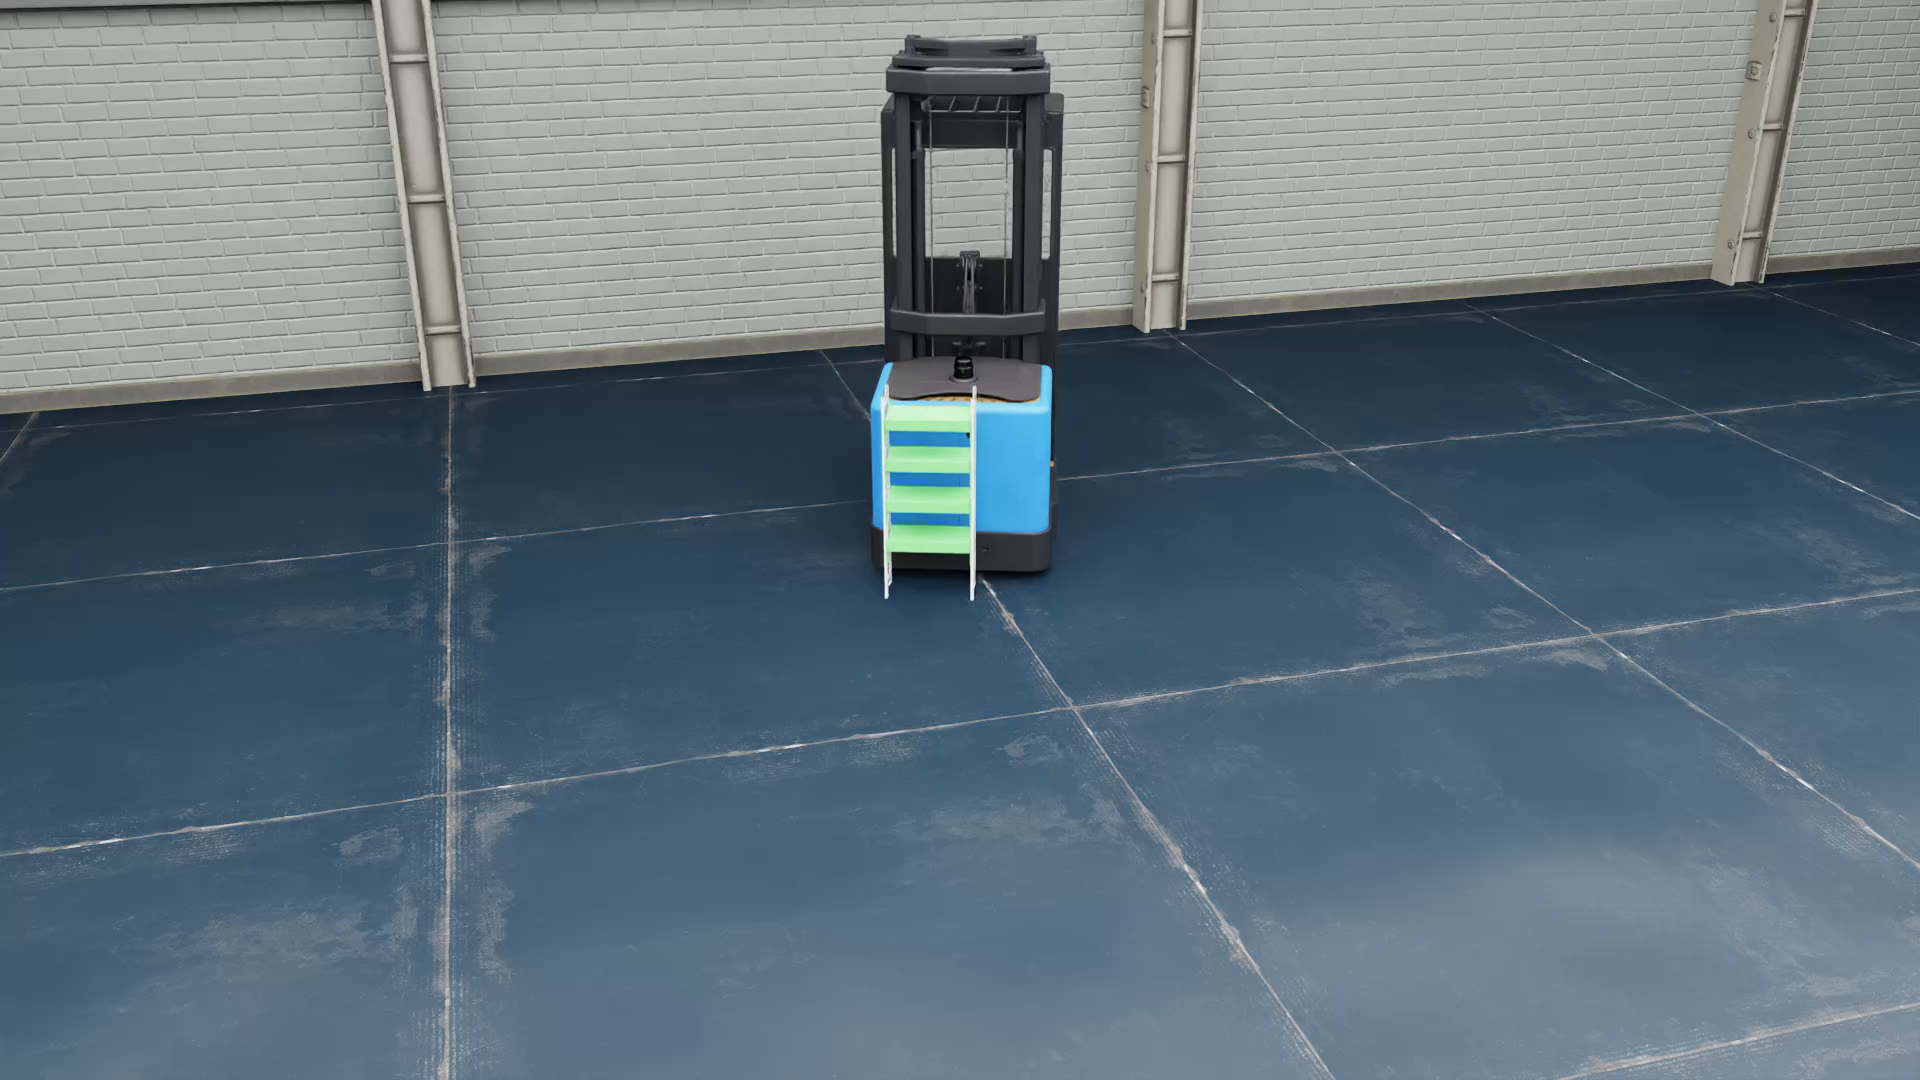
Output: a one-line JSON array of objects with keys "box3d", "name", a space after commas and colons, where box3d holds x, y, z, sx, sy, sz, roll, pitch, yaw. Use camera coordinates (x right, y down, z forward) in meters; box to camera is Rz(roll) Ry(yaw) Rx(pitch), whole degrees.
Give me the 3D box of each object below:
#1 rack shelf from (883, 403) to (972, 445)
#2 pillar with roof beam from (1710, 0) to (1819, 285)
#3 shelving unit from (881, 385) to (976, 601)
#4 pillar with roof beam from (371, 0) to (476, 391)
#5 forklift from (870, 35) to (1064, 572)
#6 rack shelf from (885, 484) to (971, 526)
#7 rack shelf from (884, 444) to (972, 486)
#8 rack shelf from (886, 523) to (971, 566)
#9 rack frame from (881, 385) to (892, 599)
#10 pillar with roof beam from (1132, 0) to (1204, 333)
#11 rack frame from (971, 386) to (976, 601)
[{"box3d": [-0.169, -0.638, 9.161, 0.480, 0.148, 0.258, 1, 23, 3], "name": "rack shelf"}, {"box3d": [8.686, -5.020, 10.538, 0.400, 9.000, 9.100, -6, 24, -14], "name": "pillar with roof beam"}, {"box3d": [-0.169, -0.256, 9.325, 0.503, 1.200, 0.258, 1, 23, 3], "name": "shelving unit"}, {"box3d": [-2.868, -3.742, 7.559, 0.400, 9.000, 9.100, -6, 24, -14], "name": "pillar with roof beam"}, {"box3d": [0.087, -1.703, 10.501, 1.130, 2.935, 3.031, 1, 23, 3], "name": "forklift"}, {"box3d": [-0.169, -0.197, 9.350, 0.480, 0.148, 0.258, 1, 23, 3], "name": "rack shelf"}, {"box3d": [-0.169, -0.418, 9.256, 0.480, 0.148, 0.258, 1, 23, 3], "name": "rack shelf"}, {"box3d": [-0.169, 0.023, 9.445, 0.480, 0.148, 0.258, 1, 23, 3], "name": "rack shelf"}, {"box3d": [-0.413, -0.262, 9.338, 0.015, 1.200, 0.240, 1, 23, 3], "name": "rack frame"}, {"box3d": [2.909, -4.381, 9.049, 0.400, 9.000, 9.100, -6, 24, -14], "name": "pillar with roof beam"}, {"box3d": [0.075, -0.250, 9.312, 0.015, 1.200, 0.240, 1, 23, 3], "name": "rack frame"}]
